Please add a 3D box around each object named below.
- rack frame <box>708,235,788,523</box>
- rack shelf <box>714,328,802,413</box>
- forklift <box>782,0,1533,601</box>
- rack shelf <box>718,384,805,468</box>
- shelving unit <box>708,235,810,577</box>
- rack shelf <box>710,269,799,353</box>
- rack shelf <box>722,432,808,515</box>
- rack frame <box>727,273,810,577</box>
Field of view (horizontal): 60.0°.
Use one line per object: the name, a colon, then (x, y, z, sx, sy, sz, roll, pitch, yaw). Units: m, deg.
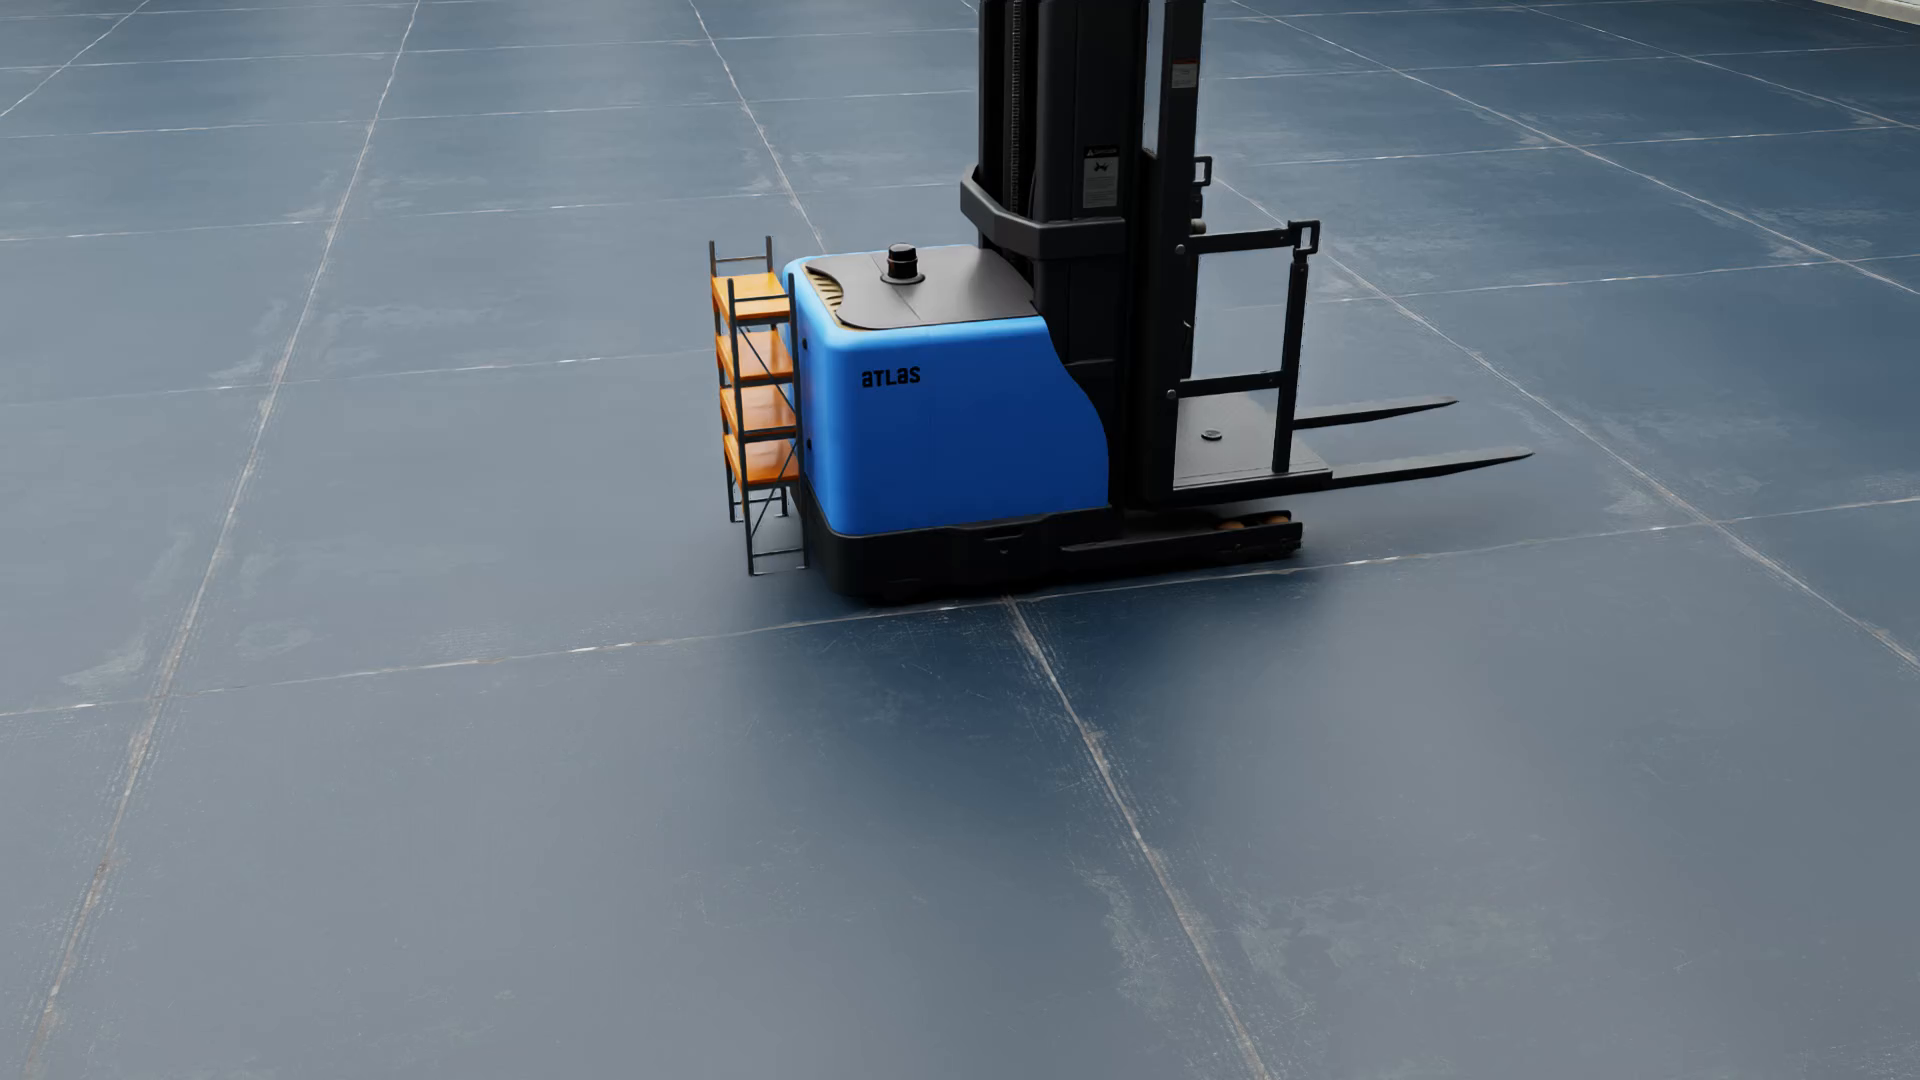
rack frame: (-0.841, -0.623, 6.650, 0.240, 1.200, 0.015, -7, 28, -14)
rack shelf: (-0.777, -0.656, 6.369, 0.258, 0.148, 0.480, -7, 28, -14)
forklift: (0.861, -1.436, 6.343, 3.031, 2.935, 1.130, -7, 28, -14)
rack shelf: (-0.775, -0.457, 6.470, 0.258, 0.148, 0.480, -7, 28, -14)
shelving unit: (-0.776, -0.517, 6.440, 0.258, 1.200, 0.503, -7, 28, -14)
rack shelf: (-0.778, -0.867, 6.262, 0.258, 0.148, 0.480, -7, 28, -14)
rack shelf: (-0.774, -0.279, 6.560, 0.258, 0.148, 0.480, -7, 28, -14)
rack frame: (-0.711, -0.411, 6.230, 0.240, 1.200, 0.015, -7, 28, -14)
